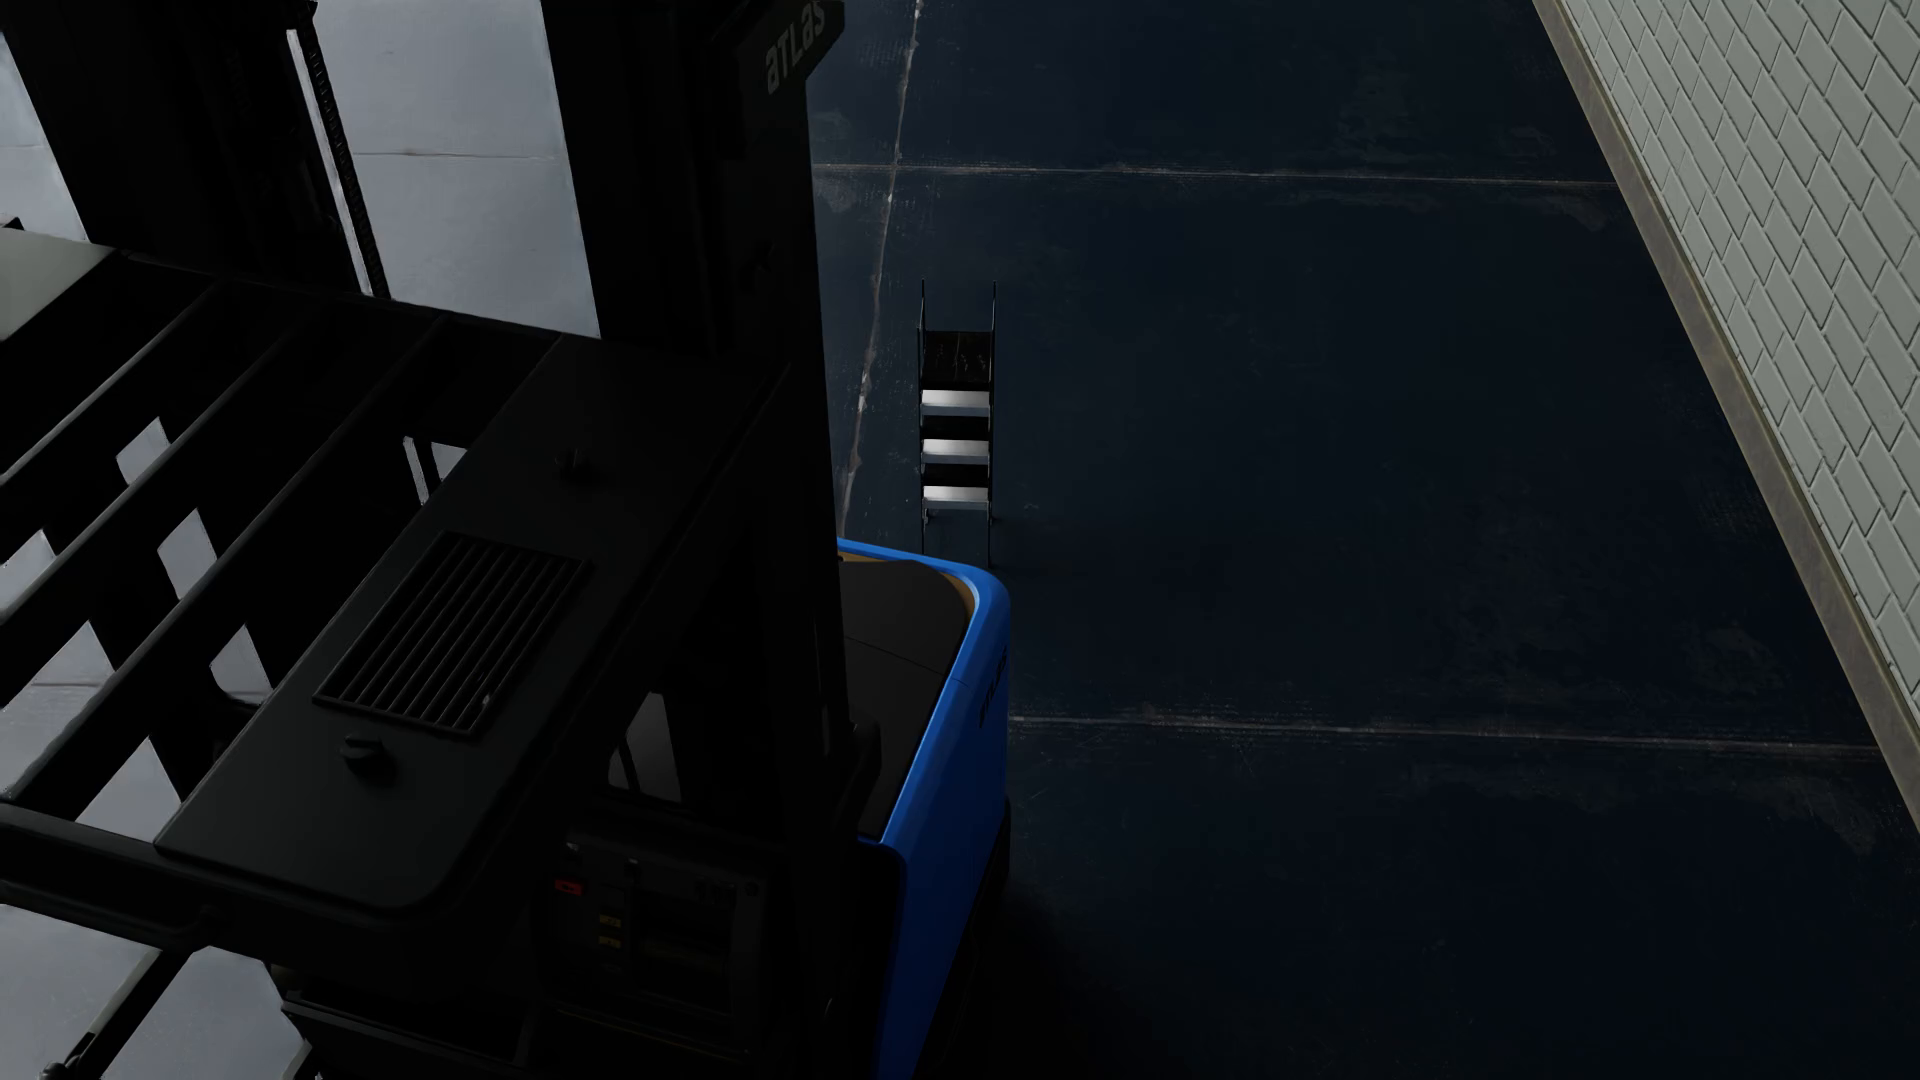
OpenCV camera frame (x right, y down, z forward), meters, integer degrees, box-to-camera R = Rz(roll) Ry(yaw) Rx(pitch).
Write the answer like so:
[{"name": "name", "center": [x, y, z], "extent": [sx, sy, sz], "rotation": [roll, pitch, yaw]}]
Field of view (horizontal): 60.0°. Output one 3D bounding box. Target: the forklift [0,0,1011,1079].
[{"name": "forklift", "center": [-0.789, 0.650, 2.402], "extent": [1.130, 2.935, 3.031], "rotation": [12, 44, 12]}]

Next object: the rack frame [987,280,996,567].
[{"name": "rack frame", "center": [0.093, -0.326, 4.940], "extent": [0.006, 0.900, 0.240], "rotation": [2, 43, 2]}]

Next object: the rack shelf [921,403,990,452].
[{"name": "rack shelf", "center": [-0.008, -0.371, 4.905], "extent": [0.200, 0.077, 0.258], "rotation": [2, 43, 2]}]

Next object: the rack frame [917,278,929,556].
[{"name": "rack frame", "center": [-0.110, -0.333, 4.947], "extent": [0.006, 0.900, 0.240], "rotation": [2, 43, 2]}]

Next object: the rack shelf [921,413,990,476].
[{"name": "rack shelf", "center": [-0.008, -0.305, 4.966], "extent": [0.200, 0.077, 0.258], "rotation": [2, 43, 2]}]

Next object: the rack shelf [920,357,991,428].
[{"name": "rack shelf", "center": [-0.008, -0.437, 4.844], "extent": [0.200, 0.077, 0.258], "rotation": [2, 43, 2]}]

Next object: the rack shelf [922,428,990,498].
[{"name": "rack shelf", "center": [-0.008, -0.239, 5.028], "extent": [0.200, 0.077, 0.258], "rotation": [2, 43, 2]}]

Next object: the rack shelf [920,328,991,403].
[{"name": "rack shelf", "center": [-0.008, -0.503, 4.782], "extent": [0.200, 0.077, 0.258], "rotation": [2, 43, 2]}]

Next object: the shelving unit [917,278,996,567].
[{"name": "shelving unit", "center": [-0.008, -0.330, 4.944], "extent": [0.210, 0.900, 0.258], "rotation": [2, 43, 2]}]

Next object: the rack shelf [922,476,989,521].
[{"name": "rack shelf", "center": [-0.008, -0.173, 5.089], "extent": [0.200, 0.077, 0.258], "rotation": [2, 43, 2]}]
